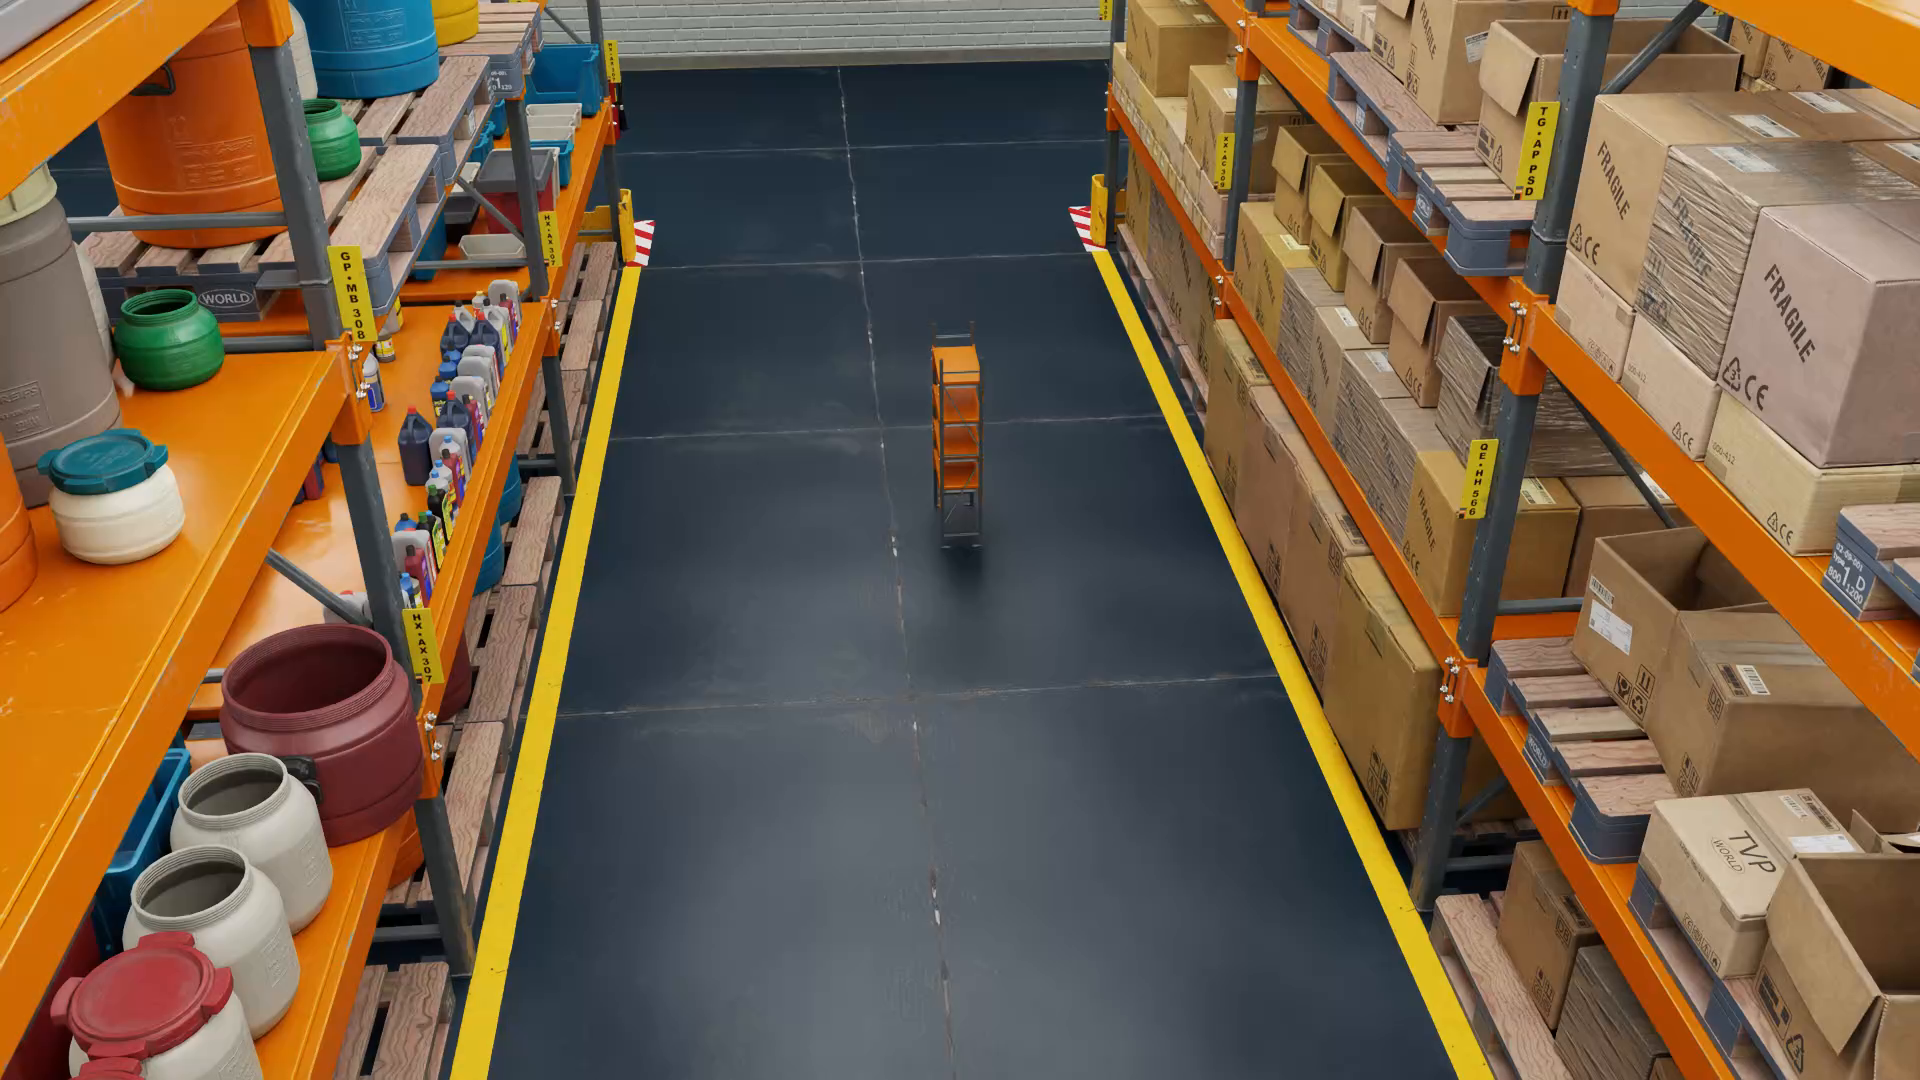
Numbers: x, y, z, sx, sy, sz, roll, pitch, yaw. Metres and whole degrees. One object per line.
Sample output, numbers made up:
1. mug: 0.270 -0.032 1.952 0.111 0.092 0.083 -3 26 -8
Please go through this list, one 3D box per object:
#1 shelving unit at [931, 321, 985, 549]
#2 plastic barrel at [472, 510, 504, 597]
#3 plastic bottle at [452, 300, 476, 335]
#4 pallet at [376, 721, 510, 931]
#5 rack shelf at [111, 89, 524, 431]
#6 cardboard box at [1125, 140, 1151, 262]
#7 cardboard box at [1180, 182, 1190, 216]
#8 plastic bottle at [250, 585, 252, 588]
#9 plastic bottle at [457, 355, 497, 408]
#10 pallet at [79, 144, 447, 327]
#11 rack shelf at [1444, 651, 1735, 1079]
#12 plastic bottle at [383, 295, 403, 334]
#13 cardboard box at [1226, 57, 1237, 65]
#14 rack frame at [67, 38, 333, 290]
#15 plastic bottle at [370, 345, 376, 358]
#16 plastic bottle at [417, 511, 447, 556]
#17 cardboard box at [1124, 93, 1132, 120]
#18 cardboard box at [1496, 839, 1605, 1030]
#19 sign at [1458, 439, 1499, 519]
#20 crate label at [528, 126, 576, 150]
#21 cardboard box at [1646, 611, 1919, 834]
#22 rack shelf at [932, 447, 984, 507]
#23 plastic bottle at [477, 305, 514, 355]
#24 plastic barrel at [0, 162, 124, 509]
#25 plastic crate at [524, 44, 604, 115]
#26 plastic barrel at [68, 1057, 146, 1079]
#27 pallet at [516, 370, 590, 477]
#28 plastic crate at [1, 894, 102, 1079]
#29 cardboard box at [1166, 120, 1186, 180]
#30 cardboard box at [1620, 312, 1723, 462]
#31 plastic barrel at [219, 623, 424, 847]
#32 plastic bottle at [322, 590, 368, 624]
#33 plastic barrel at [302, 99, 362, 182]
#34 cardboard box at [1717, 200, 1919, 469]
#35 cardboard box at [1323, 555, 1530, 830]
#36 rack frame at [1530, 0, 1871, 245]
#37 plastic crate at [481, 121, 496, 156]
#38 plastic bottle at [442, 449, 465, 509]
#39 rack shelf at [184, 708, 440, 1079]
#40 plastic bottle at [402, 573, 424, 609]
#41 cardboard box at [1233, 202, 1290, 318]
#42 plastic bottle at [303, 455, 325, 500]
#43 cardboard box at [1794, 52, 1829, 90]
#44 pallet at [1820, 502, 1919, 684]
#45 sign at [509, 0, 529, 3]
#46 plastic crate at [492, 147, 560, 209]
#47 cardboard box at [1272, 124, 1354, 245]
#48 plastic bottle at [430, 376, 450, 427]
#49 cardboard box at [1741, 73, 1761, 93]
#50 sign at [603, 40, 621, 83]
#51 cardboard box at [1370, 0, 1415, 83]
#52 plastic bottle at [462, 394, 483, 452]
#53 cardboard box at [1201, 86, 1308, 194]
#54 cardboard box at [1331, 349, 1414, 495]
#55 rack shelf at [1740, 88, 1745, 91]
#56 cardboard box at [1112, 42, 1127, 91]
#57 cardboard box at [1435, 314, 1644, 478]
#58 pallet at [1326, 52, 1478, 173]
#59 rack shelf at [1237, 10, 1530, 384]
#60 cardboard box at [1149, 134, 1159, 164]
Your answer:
1. shelving unit: -0.015 -0.600 9.584 0.258 1.200 0.503 -3 31 -5
2. plastic barrel: -2.763 -0.195 8.789 0.600 0.901 0.708 -3 31 -5
3. plastic bottle: -2.595 -1.074 8.672 0.144 0.351 0.185 -3 31 -5
4. pallet: -2.605 1.283 7.397 1.003 0.211 1.213 -3 31 -5
5. rack shelf: -2.676 -1.514 7.136 1.077 0.370 4.000 -3 31 -5
6. cardboard box: 1.834 -2.781 13.143 0.875 0.875 0.875 -3 31 -5
7. cardboard box: 1.641 -2.219 10.785 0.380 0.149 0.250 -2 31 -4
8. plastic bottle: -2.984 0.079 6.819 0.097 0.271 0.097 0 31 0
9. plastic bottle: -2.411 -0.804 8.293 0.152 0.276 0.135 -3 31 -5
10. pallet: -2.464 -1.116 5.952 1.003 0.211 1.213 -3 31 -5
11. rack shelf: 2.629 1.579 4.883 1.077 0.370 4.000 -3 31 -5
12. plastic bottle: -3.149 -1.319 9.081 0.144 0.351 0.185 -3 31 -5
13. cardboard box: 2.051 -3.405 12.382 0.500 0.250 0.500 -3 31 -5
14. rack frame: -2.489 -2.089 4.473 1.000 3.000 0.127 -3 31 -5
15. plastic bottle: -3.165 -1.061 8.723 0.152 0.276 0.135 -3 31 -5
16. plastic bottle: -2.247 -0.030 7.069 0.097 0.201 0.097 0 31 0
17. cardboard box: 1.449 -3.269 12.543 0.380 0.149 0.250 -3 31 -6
18. cardboard box: 2.524 1.474 6.365 0.700 0.500 0.500 -4 31 -7
19. sign: 1.890 -0.220 6.064 0.100 0.325 0.005 -3 31 -5
20. crate label: -2.917 -2.813 11.734 0.396 0.136 0.243 -3 31 -5
21. cardboard box: 2.684 0.580 5.348 0.700 0.500 0.500 2 31 3
22. rack shelf: -0.015 -0.371 9.721 0.258 0.148 0.480 -3 31 -5
23. plastic bottle: -2.470 -1.130 8.839 0.152 0.276 0.135 -3 31 -5
24. plastic barrel: -2.629 -0.587 4.394 0.600 0.901 0.600 0 31 0
25. plastic crate: -3.020 -3.477 12.553 0.616 0.435 0.499 -3 31 -5
26. plastic barrel: -2.055 1.597 4.020 0.433 0.535 0.433 0 31 0
27. pallet: -2.971 -0.732 10.771 1.003 0.211 1.213 -3 31 -5
28. plastic crate: -2.643 1.299 4.589 0.402 0.464 0.583 -3 31 -5
29. cardboard box: 1.667 -2.594 11.024 0.500 0.250 0.500 -2 31 -4
30. cardboard box: 2.280 -0.460 4.817 0.500 0.250 0.500 -2 31 -3
31. plastic barrel: -2.144 0.650 5.604 0.600 0.536 0.708 -3 31 -5
32. plastic bottle: -2.359 0.311 6.426 0.152 0.276 0.135 -3 31 -5
33. plastic barrel: -2.360 -1.467 6.098 0.294 0.245 0.294 0 31 0
34. cardboard box: 2.327 -0.528 4.200 0.500 0.500 0.500 -4 31 -6
35. cardboard box: 2.398 0.628 7.437 1.225 0.875 0.875 -4 31 -7
36. rack frame: 2.442 -2.326 4.870 1.000 3.000 0.127 -3 31 -5
37. plastic crate: -3.419 -2.738 11.514 0.416 0.233 0.300 -3 31 -5
38. plastic bottle: -2.271 -0.292 7.428 0.061 0.283 0.133 -3 31 -5
39. rack shelf: -2.303 1.816 4.486 1.077 0.370 4.000 -3 31 -5
40. plastic bottle: -2.201 0.225 6.642 0.097 0.201 0.097 0 31 0
41. cardboard box: 1.862 -1.589 9.388 0.500 0.500 0.500 -3 31 -4
42. plastic bottle: -2.933 -0.334 7.499 0.061 0.283 0.133 -3 31 -5
43. cardboard box: 6.518 -3.427 12.175 0.500 0.500 0.500 -2 31 -4
44. pallet: 2.764 0.234 3.691 1.213 0.211 1.003 -3 31 -5
45. sign: -2.315 -2.873 8.701 0.100 0.325 0.005 -3 31 -5
46. plastic crate: -2.822 -2.319 10.765 0.437 0.282 0.530 -3 31 -5
47. cardboard box: 2.136 -1.941 8.999 0.797 0.503 0.637 -4 31 -6
48. plastic bottle: -2.511 -0.668 8.070 0.097 0.271 0.097 0 31 0
49. cardboard box: 6.411 -3.604 13.105 0.380 0.149 0.250 -2 31 -3
50. sign: -2.691 -3.703 12.865 0.100 0.325 0.005 -3 31 -5
51. cardboard box: 2.230 -2.305 7.249 0.797 0.503 0.637 -3 31 -5
52. plastic bottle: -2.322 -0.573 7.898 0.061 0.283 0.133 -3 31 -5
53. cardboard box: 1.759 -2.400 9.969 0.500 0.500 0.500 -2 31 -3
54. cardboard box: 2.057 -0.554 7.655 0.500 0.500 0.500 -4 31 -6
55. rack shelf: 6.829 -2.691 12.033 1.077 0.370 4.000 -3 31 -5
56. cardboard box: 1.470 -3.641 12.777 0.500 0.250 0.500 -4 31 -6
57. cardboard box: 2.390 -0.599 6.752 0.797 0.503 0.637 -2 31 -3
58. pallet: 2.221 -1.855 7.189 1.003 0.211 1.213 -1 31 -2
59. rack shelf: 2.255 -1.751 7.533 1.077 0.370 4.000 -3 31 -5
60. cardboard box: 1.544 -2.745 11.666 0.380 0.149 0.250 -4 31 -6
